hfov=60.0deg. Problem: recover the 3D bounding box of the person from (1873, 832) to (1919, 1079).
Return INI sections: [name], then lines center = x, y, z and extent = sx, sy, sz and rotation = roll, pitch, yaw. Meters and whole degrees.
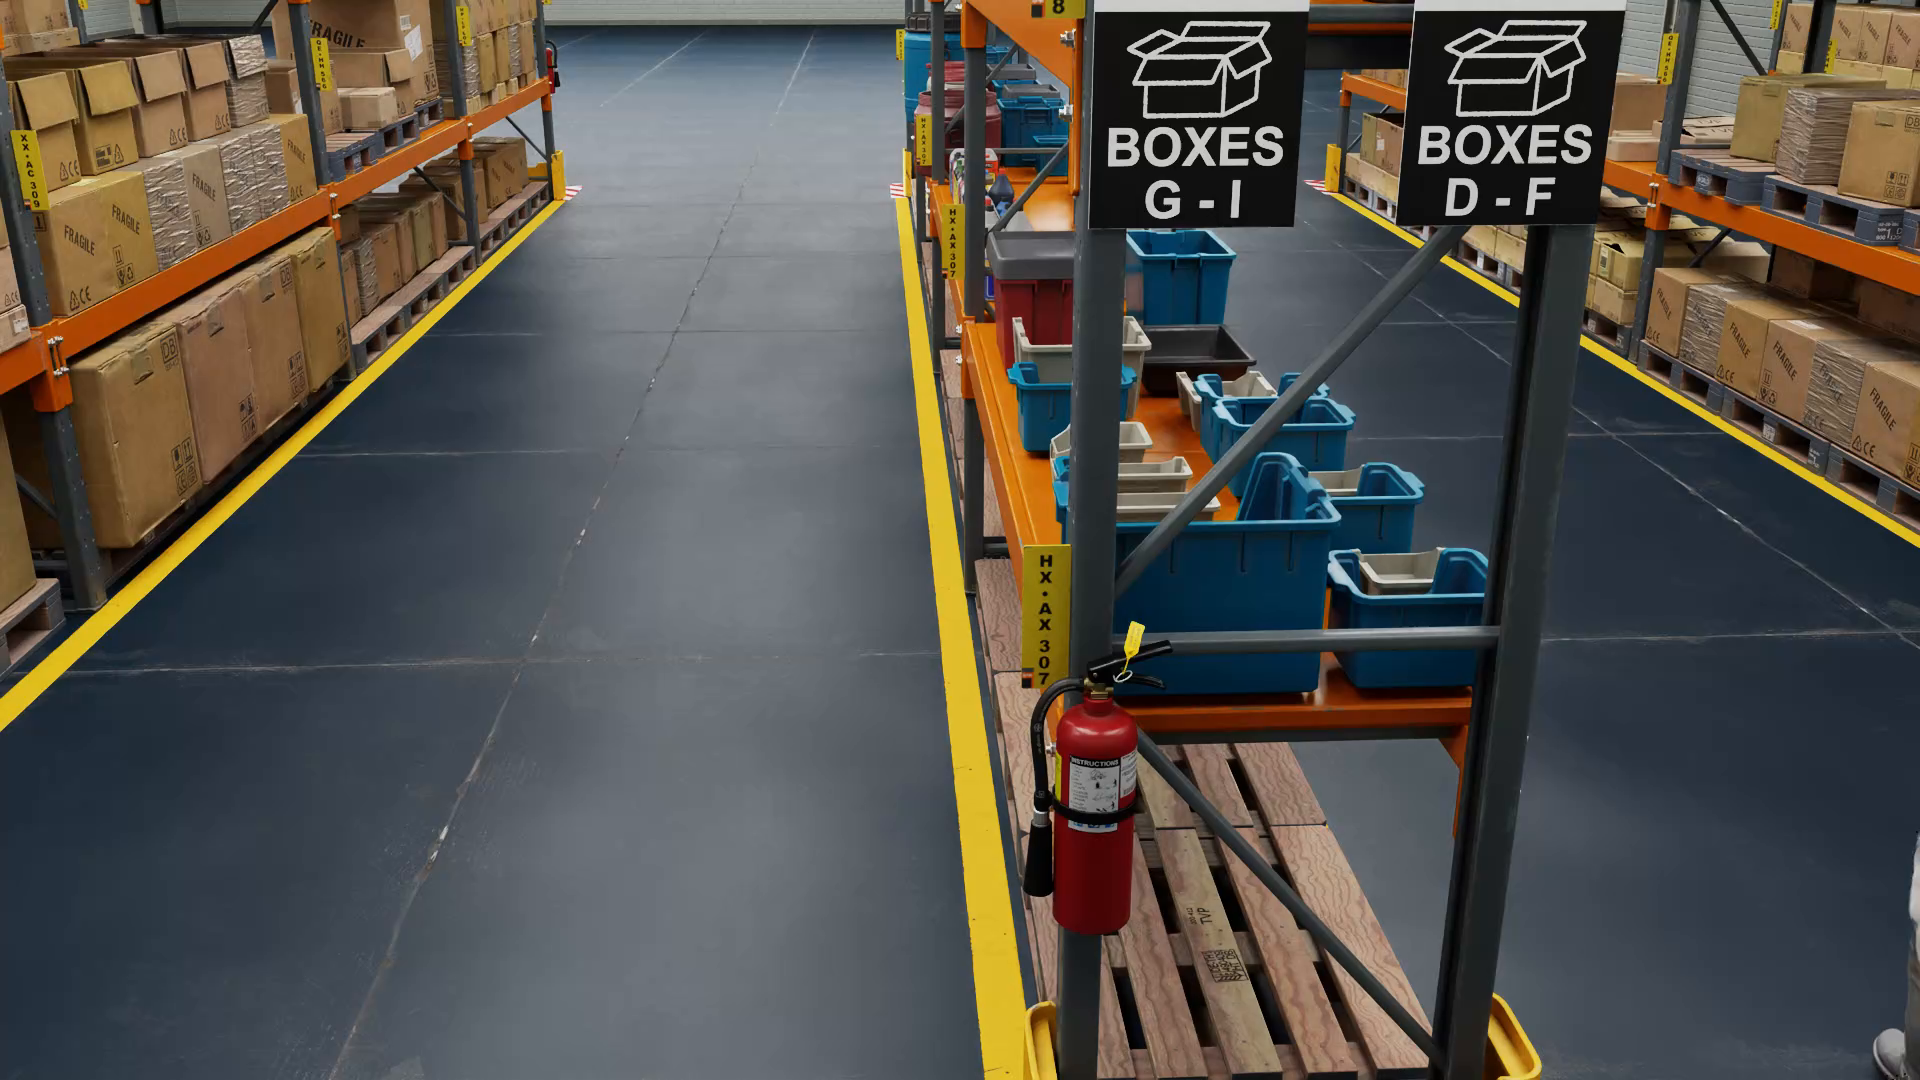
[person]
center = 2.462, 0.819, 3.888
extent = 0.515, 1.603, 0.967
rotation = 5, 21, 13
